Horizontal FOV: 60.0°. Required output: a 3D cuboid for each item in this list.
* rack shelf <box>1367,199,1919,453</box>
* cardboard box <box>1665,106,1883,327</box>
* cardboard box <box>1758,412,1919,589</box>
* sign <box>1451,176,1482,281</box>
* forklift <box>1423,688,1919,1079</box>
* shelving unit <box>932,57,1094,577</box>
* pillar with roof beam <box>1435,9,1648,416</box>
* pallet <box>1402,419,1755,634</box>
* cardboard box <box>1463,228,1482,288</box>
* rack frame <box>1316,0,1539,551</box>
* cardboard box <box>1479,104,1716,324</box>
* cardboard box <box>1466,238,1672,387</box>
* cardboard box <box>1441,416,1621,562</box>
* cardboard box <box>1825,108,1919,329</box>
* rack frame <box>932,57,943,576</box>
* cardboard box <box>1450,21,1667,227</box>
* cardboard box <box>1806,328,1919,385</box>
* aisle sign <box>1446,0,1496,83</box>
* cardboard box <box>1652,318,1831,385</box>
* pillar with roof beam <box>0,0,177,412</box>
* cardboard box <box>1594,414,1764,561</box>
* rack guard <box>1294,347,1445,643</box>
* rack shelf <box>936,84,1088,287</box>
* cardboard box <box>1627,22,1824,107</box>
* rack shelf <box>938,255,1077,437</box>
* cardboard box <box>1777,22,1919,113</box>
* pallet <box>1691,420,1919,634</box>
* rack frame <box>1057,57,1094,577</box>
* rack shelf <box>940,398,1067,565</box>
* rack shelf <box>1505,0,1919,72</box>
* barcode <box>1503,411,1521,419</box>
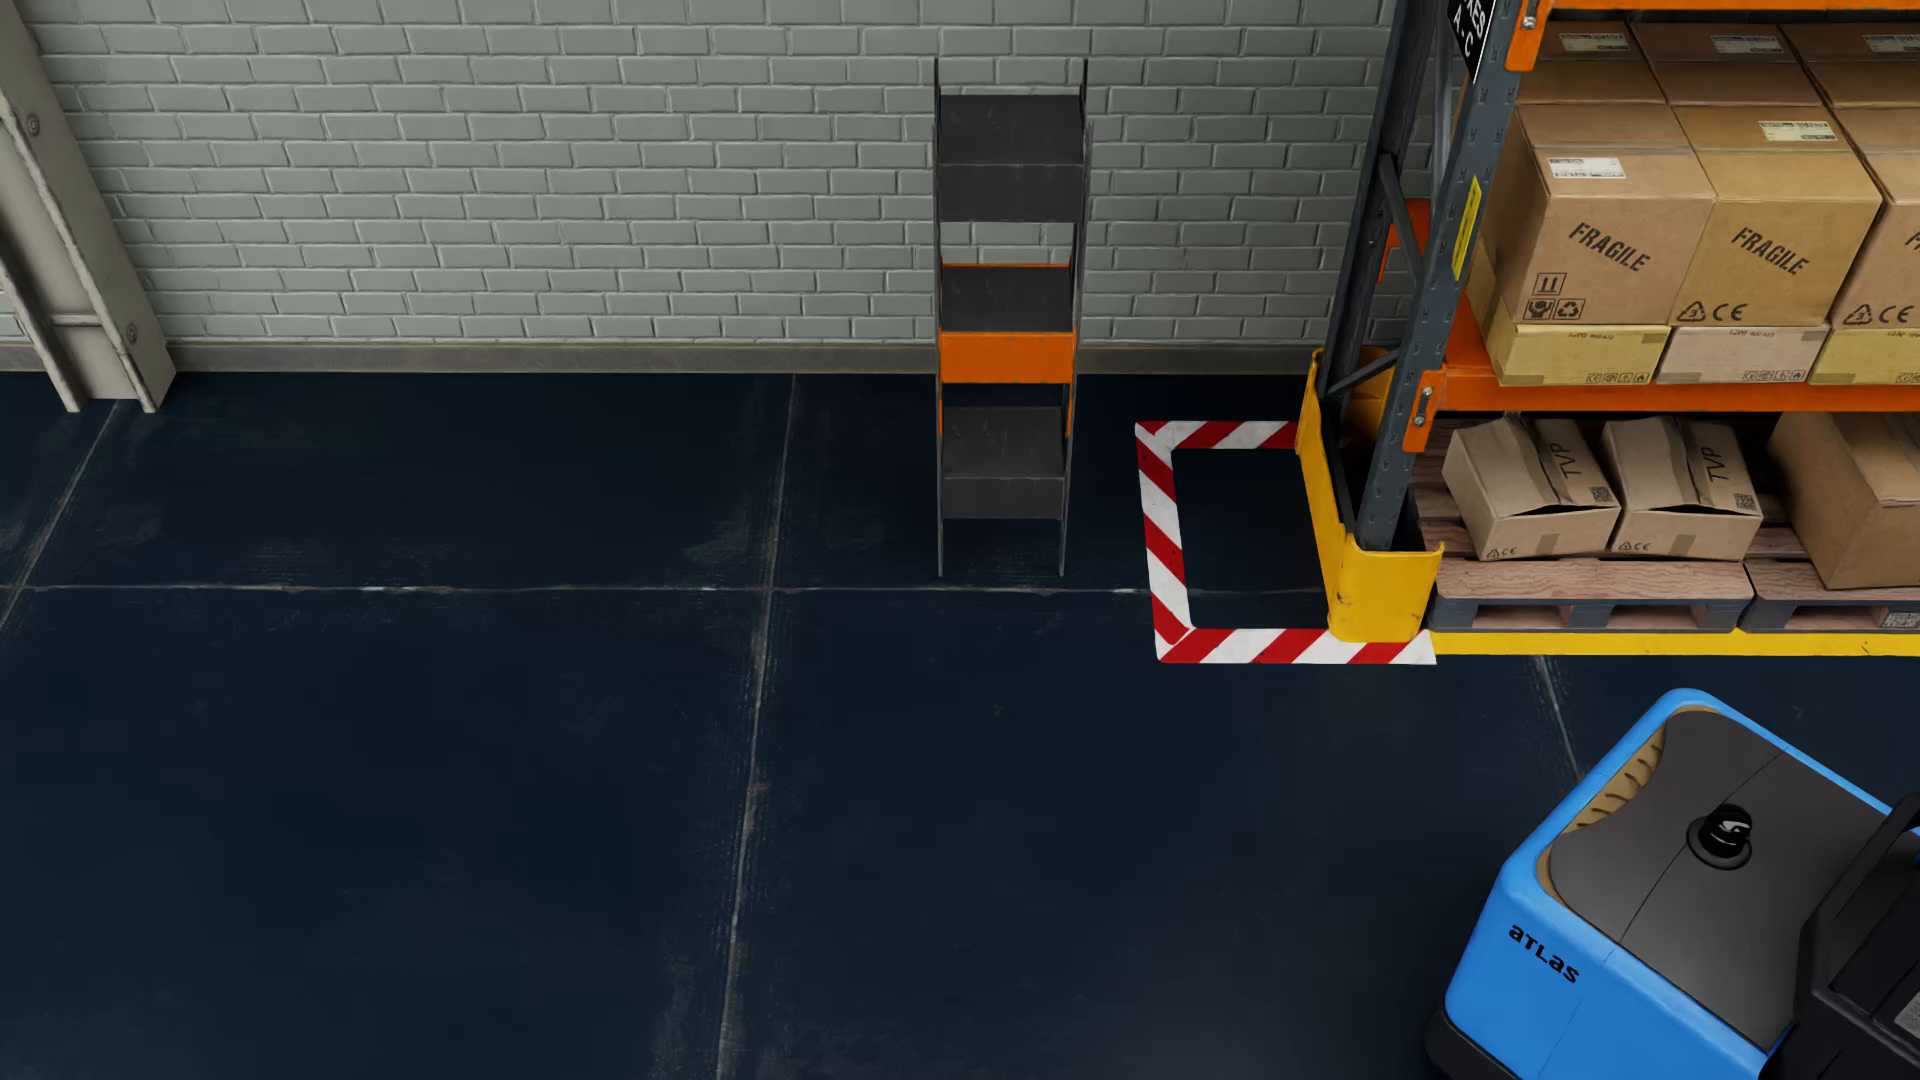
[{"bbox_3d":[3.545,-0.802,6.020,4.000,0.370,1.077,0,47,0],"label":"rack shelf"},{"bbox_3d":[2.515,-1.034,5.321,0.500,0.500,0.500,0,47,0],"label":"cardboard box"},{"bbox_3d":[3.540,-0.243,6.415,0.500,0.500,0.700,-3,47,-2],"label":"cardboard box"},{"bbox_3d":[1.543,-0.951,5.075,0.005,0.325,0.100,0,47,0],"label":"sign"},{"bbox_3d":[2.847,1.173,3.736,1.130,2.935,3.031,-35,56,-28],"label":"forklift"},{"bbox_3d":[0.166,-0.715,6.062,0.503,2.100,0.431,0,47,0],"label":"shelving unit"},{"bbox_3d":[2.232,-0.577,1.220,0.400,9.000,9.100,0,47,0],"label":"pillar with roof beam"},{"bbox_3d":[2.433,-0.074,6.756,1.213,0.211,1.003,0,47,0],"label":"pallet"},{"bbox_3d":[2.013,-1.149,5.940,0.500,0.250,0.500,1,47,1],"label":"cardboard box"},{"bbox_3d":[1.545,-1.053,5.761,0.127,3.000,1.000,0,47,0],"label":"rack frame"},{"bbox_3d":[2.021,-1.043,5.329,0.500,0.500,0.500,0,47,0],"label":"cardboard box"},{"bbox_3d":[2.031,-0.775,5.592,0.500,0.250,0.500,-1,47,-1],"label":"cardboard box"},{"bbox_3d":[2.236,-0.219,6.522,0.500,0.311,0.500,-5,47,-4],"label":"cardboard box"},{"bbox_3d":[3.032,-1.028,5.315,0.500,0.500,0.500,-1,47,-1],"label":"cardboard box"},{"bbox_3d":[-0.078,-0.716,6.062,0.015,2.100,0.400,0,47,0],"label":"rack frame"},{"bbox_3d":[2.017,-1.418,5.678,0.500,0.500,0.500,0,47,0],"label":"cardboard box"},{"bbox_3d":[3.060,-0.778,5.595,0.500,0.250,0.500,-1,47,0],"label":"cardboard box"},{"bbox_3d":[1.472,-1.719,4.606,0.004,0.787,0.394,0,47,0],"label":"aisle sign"},{"bbox_3d":[2.551,-0.784,5.600,0.500,0.250,0.500,-1,47,-1],"label":"cardboard box"},{"bbox_3d":[-3.768,-0.593,1.235,0.400,9.000,9.100,0,47,0],"label":"pillar with roof beam"},{"bbox_3d":[2.806,-0.217,6.520,0.500,0.311,0.500,4,47,3],"label":"cardboard box"},{"bbox_3d":[1.621,-0.201,6.676,0.348,0.500,1.175,0,47,0],"label":"rack guard"},{"bbox_3d":[0.166,-1.183,5.559,0.480,0.518,0.431,0,47,0],"label":"rack shelf"},{"bbox_3d":[2.520,-1.410,5.670,0.500,0.500,0.500,1,47,1],"label":"cardboard box"},{"bbox_3d":[0.166,-0.706,6.072,0.480,0.518,0.431,0,47,0],"label":"rack shelf"},{"bbox_3d":[3.037,-1.411,5.672,0.500,0.500,0.500,-1,47,-1],"label":"cardboard box"},{"bbox_3d":[3.650,-0.069,6.751,1.213,0.211,1.003,0,47,0],"label":"pallet"},{"bbox_3d":[0.410,-0.714,6.061,0.015,2.100,0.400,0,47,0],"label":"rack frame"},{"bbox_3d":[0.166,-0.229,6.584,0.480,0.518,0.431,0,47,0],"label":"rack shelf"},{"bbox_3d":[3.545,-1.824,4.922,4.000,0.370,1.077,0,47,0],"label":"rack shelf"},{"bbox_3d":[2.256,-0.515,6.791,0.075,0.075,0.001,0,47,0],"label":"barcode"}]
